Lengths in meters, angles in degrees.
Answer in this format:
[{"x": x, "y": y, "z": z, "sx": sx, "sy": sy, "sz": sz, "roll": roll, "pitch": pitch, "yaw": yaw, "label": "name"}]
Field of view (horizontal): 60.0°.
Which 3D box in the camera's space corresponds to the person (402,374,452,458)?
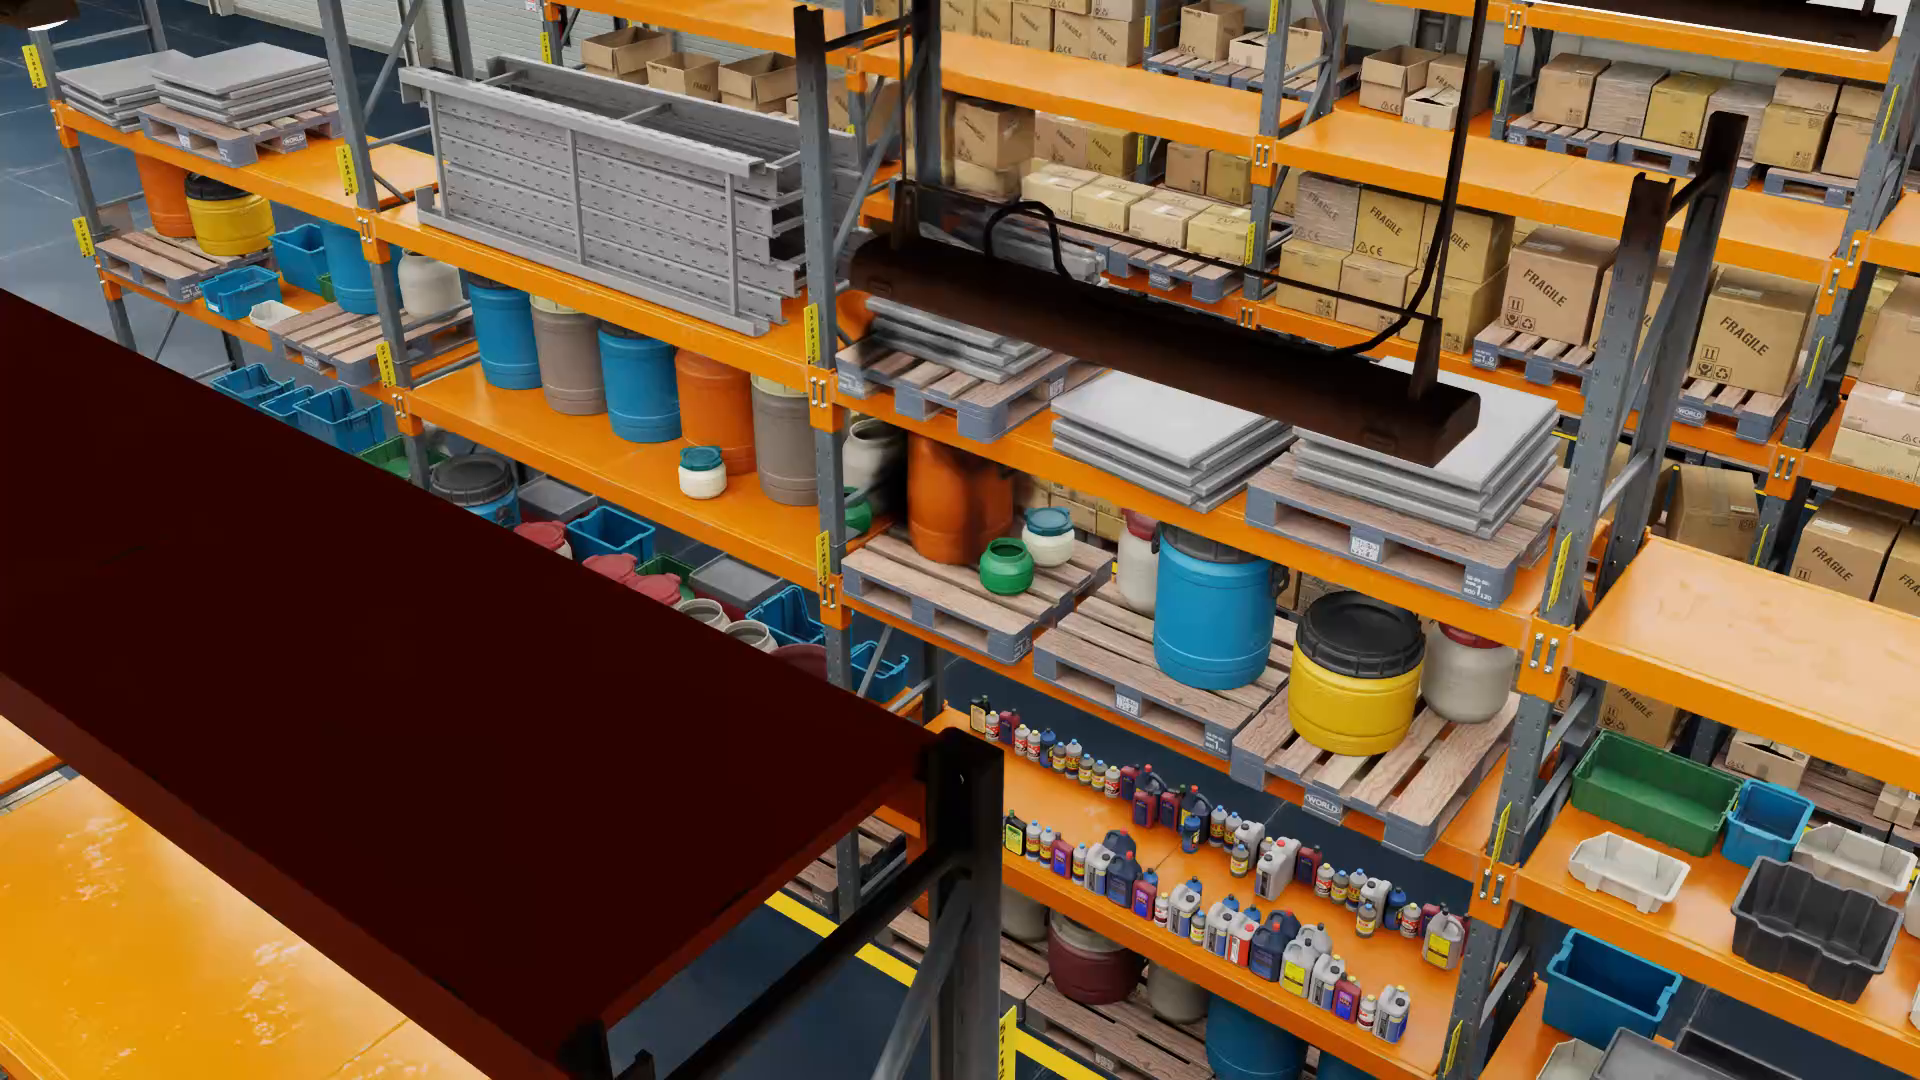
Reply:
[{"x": -5.038, "y": -1.166, "z": 15.611, "sx": 0.554, "sy": 1.624, "sz": 0.593, "roll": 16, "pitch": 35, "yaw": 25, "label": "person"}]
